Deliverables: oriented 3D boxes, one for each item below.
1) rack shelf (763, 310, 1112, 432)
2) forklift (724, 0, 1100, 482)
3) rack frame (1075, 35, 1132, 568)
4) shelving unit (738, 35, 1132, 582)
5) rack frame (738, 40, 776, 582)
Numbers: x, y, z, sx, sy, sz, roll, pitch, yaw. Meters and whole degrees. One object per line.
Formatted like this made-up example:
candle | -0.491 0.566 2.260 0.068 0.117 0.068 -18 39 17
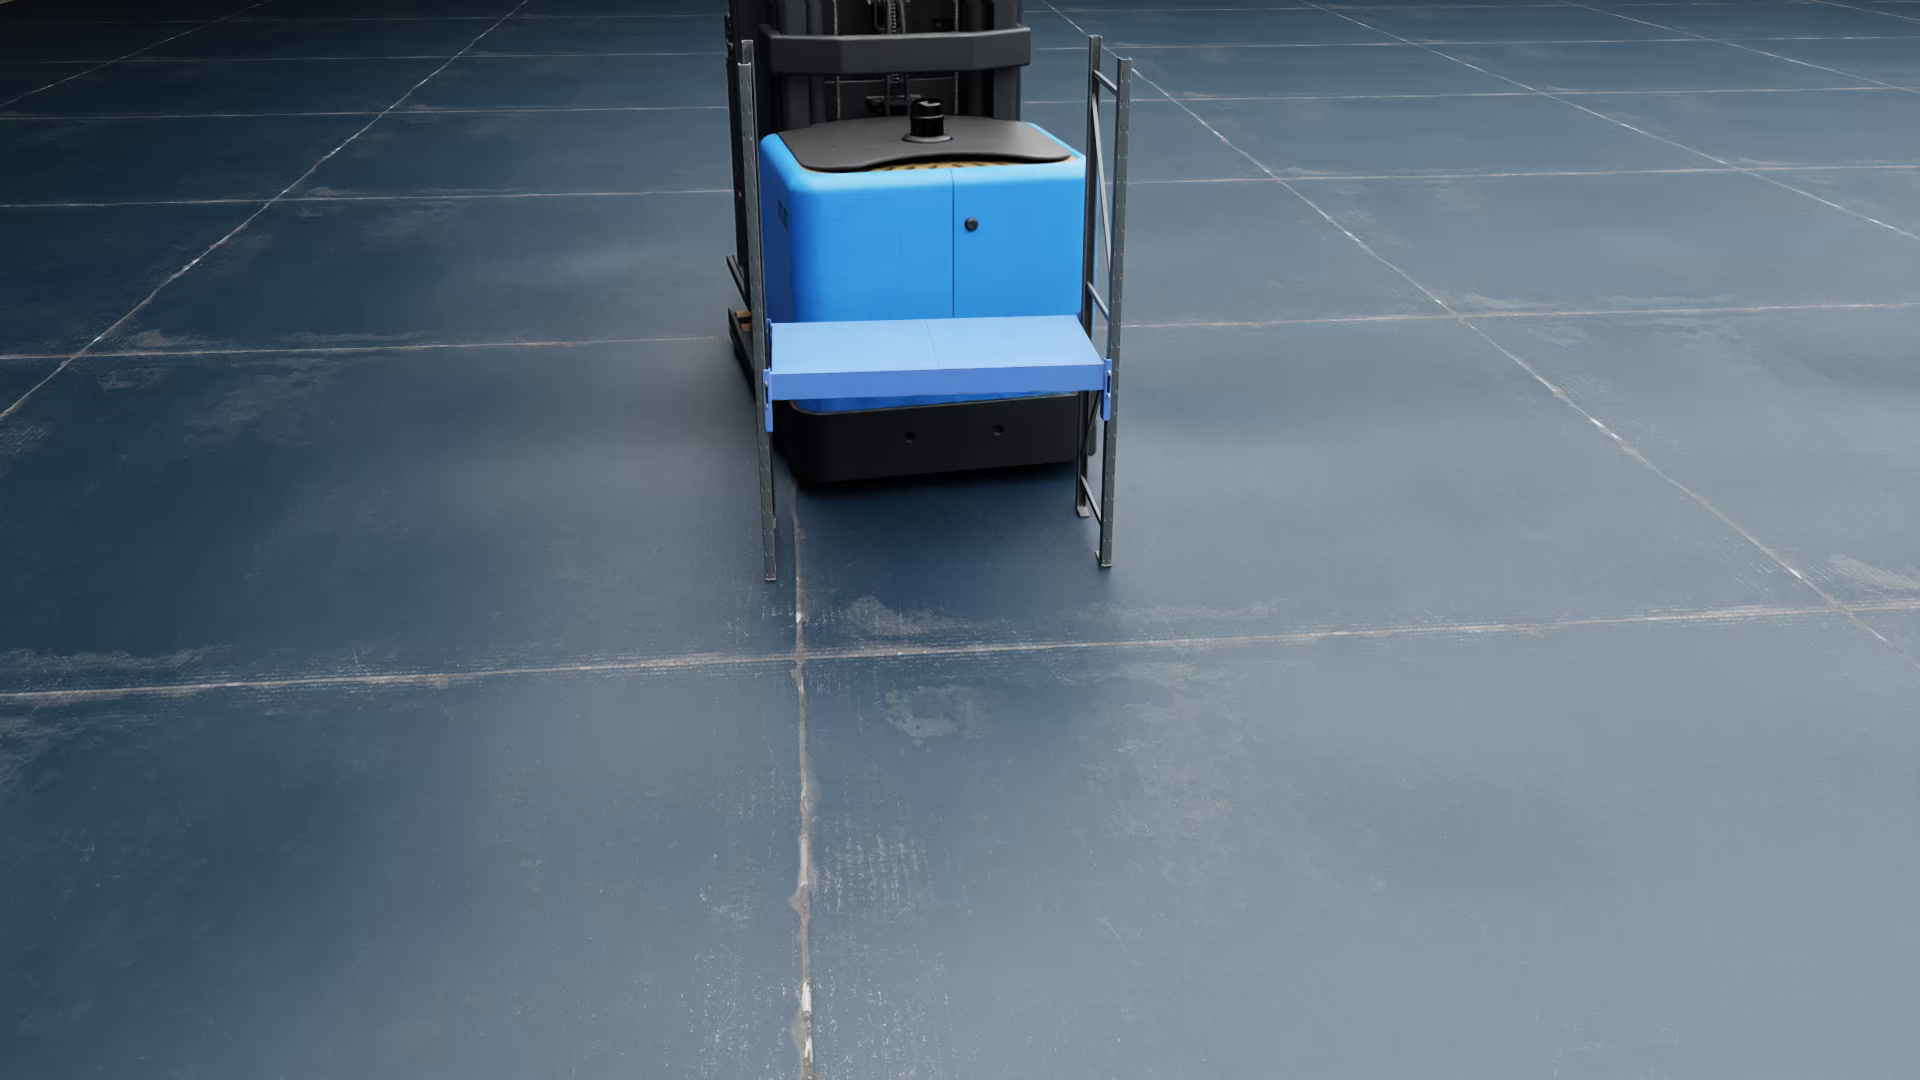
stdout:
rack shelf | -0.085 -0.518 5.011 1.000 0.185 0.538 -2 24 -5
forklift | -0.365 -2.103 6.372 1.130 2.935 3.031 -5 25 -12
rack frame | 0.421 -0.702 4.983 0.032 1.500 0.500 -2 24 -5
shelving unit | -0.085 -0.682 4.938 1.048 1.500 0.538 -2 24 -5
rack frame | -0.591 -0.662 4.892 0.032 1.500 0.500 -2 24 -5
